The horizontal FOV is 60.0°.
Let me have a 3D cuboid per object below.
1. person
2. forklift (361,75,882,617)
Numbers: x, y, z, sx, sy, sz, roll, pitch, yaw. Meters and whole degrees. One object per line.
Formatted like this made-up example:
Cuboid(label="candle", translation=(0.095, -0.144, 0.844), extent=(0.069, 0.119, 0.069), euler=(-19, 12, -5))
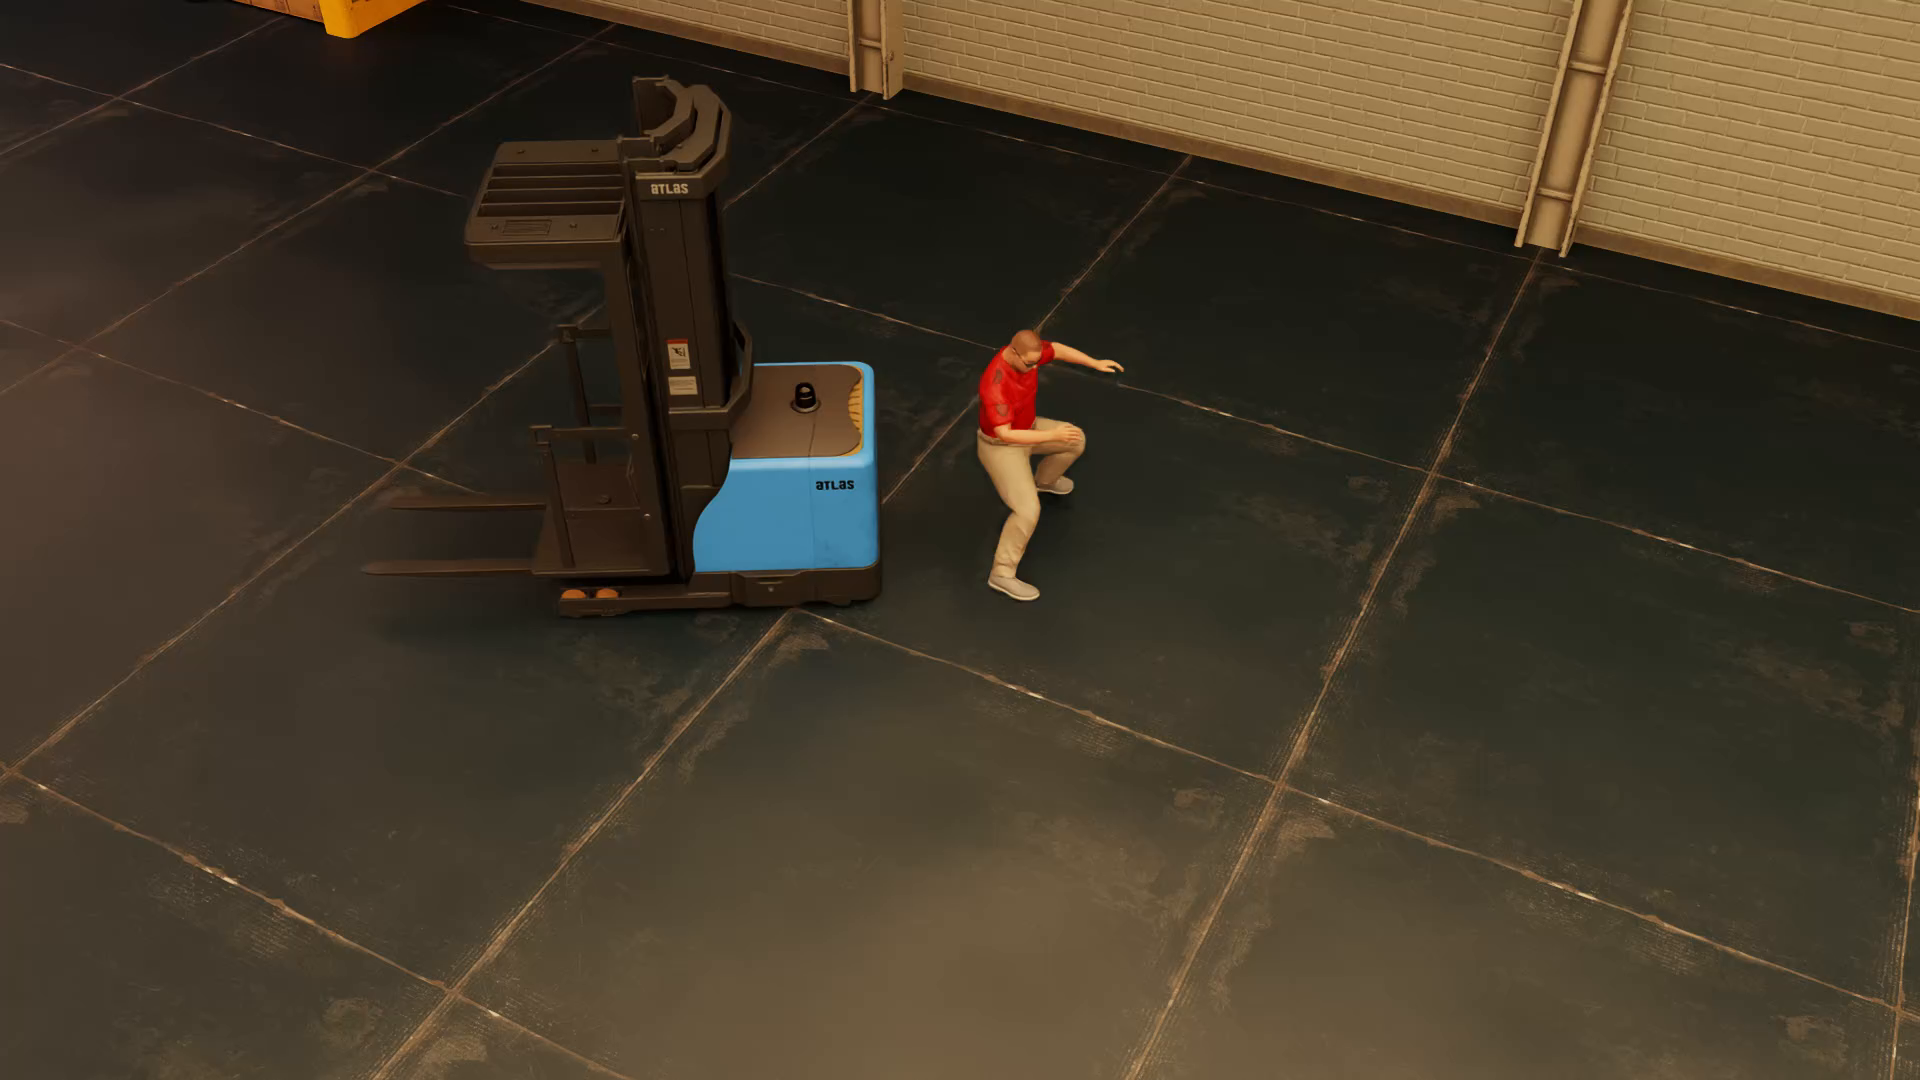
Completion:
Cuboid(label="person", translation=(0.464, -0.589, 9.797), extent=(0.700, 1.498, 1.135), euler=(21, 45, 23))
Cuboid(label="forklift", translation=(-1.993, -1.018, 9.195), extent=(3.031, 2.935, 1.130), euler=(-1, 40, -2))
